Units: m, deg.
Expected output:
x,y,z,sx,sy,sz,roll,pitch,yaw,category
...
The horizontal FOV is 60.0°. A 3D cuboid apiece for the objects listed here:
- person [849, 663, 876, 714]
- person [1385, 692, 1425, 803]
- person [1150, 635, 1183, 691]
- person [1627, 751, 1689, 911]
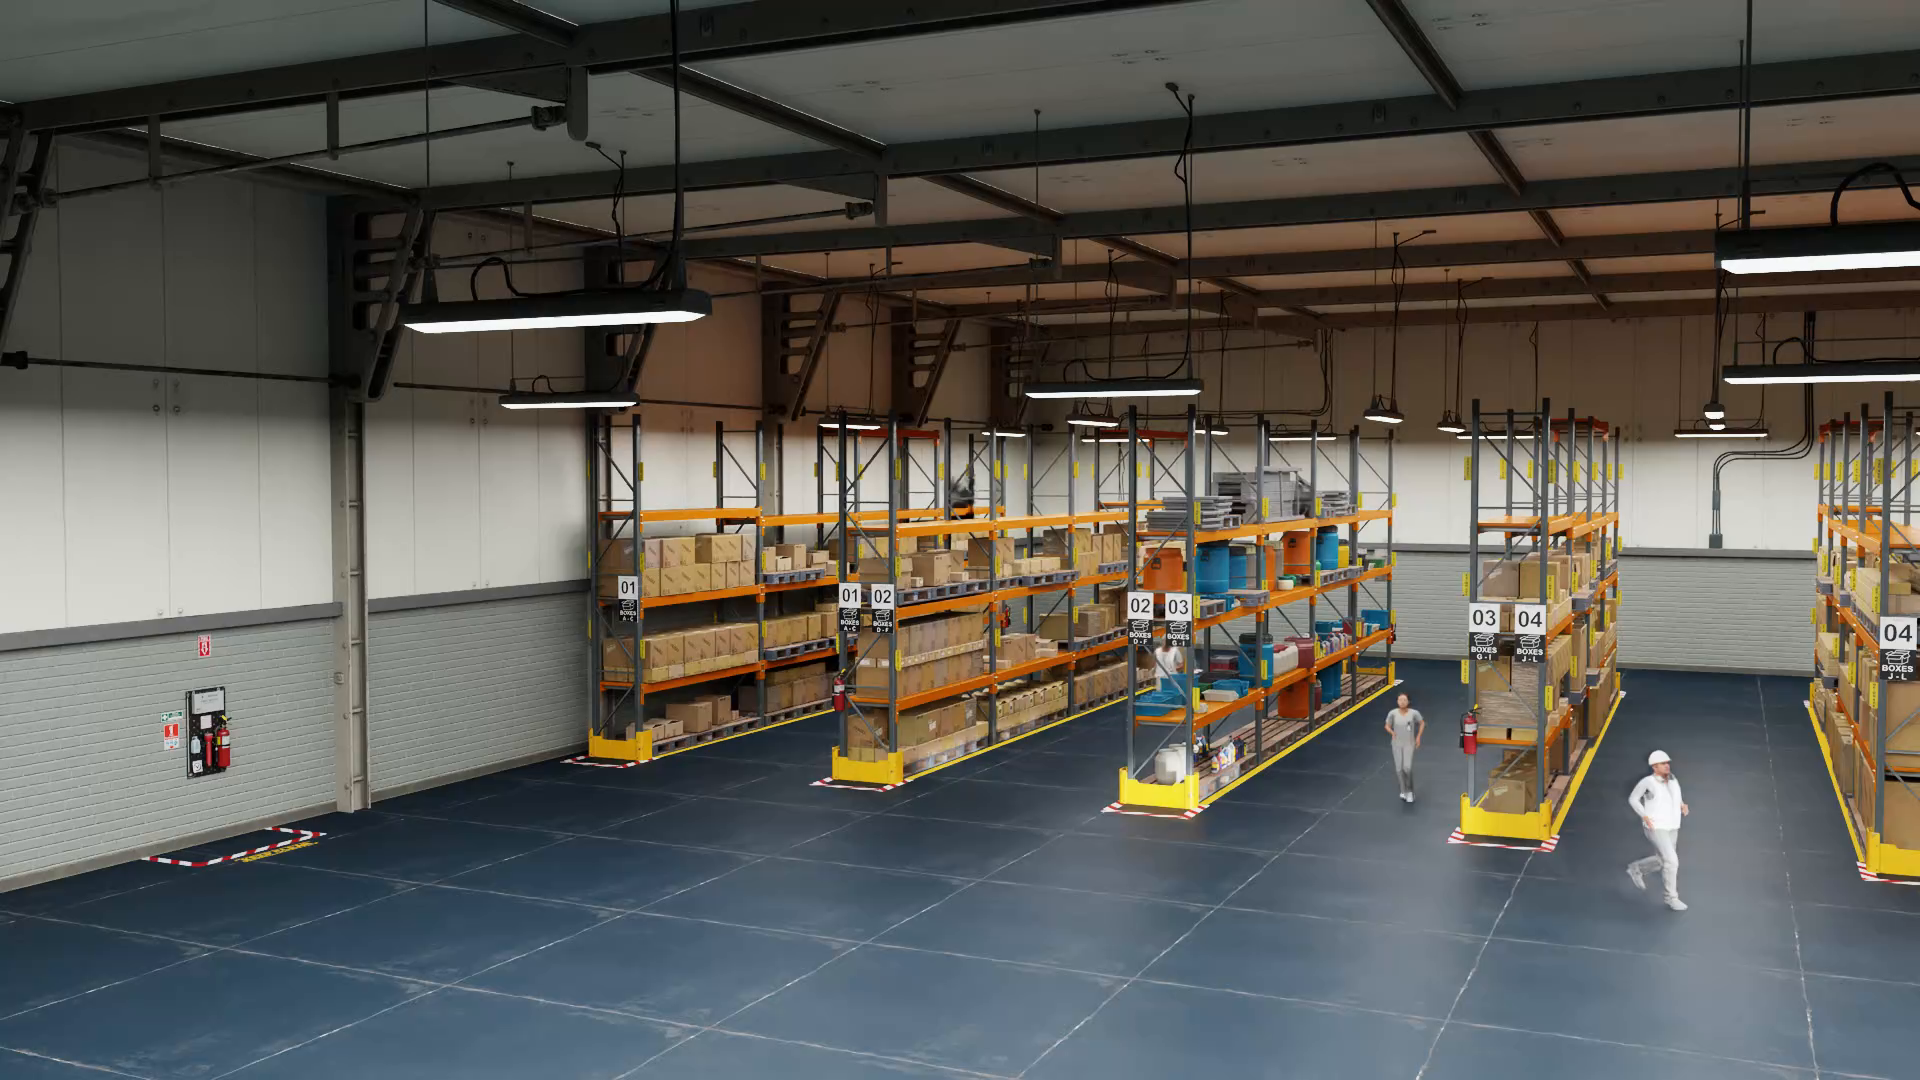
x,y,z,sx,sy,sz,roll,pitch,yaw,category
-1.727,2.870,30.546,0.688,1.797,0.724,1,2,17,person
6.716,3.135,25.186,0.557,1.662,0.672,1,3,25,person
4.110,2.763,33.232,0.696,1.749,0.777,1,2,19,person
8.118,3.329,19.310,0.653,1.780,0.850,-1,3,-27,person
